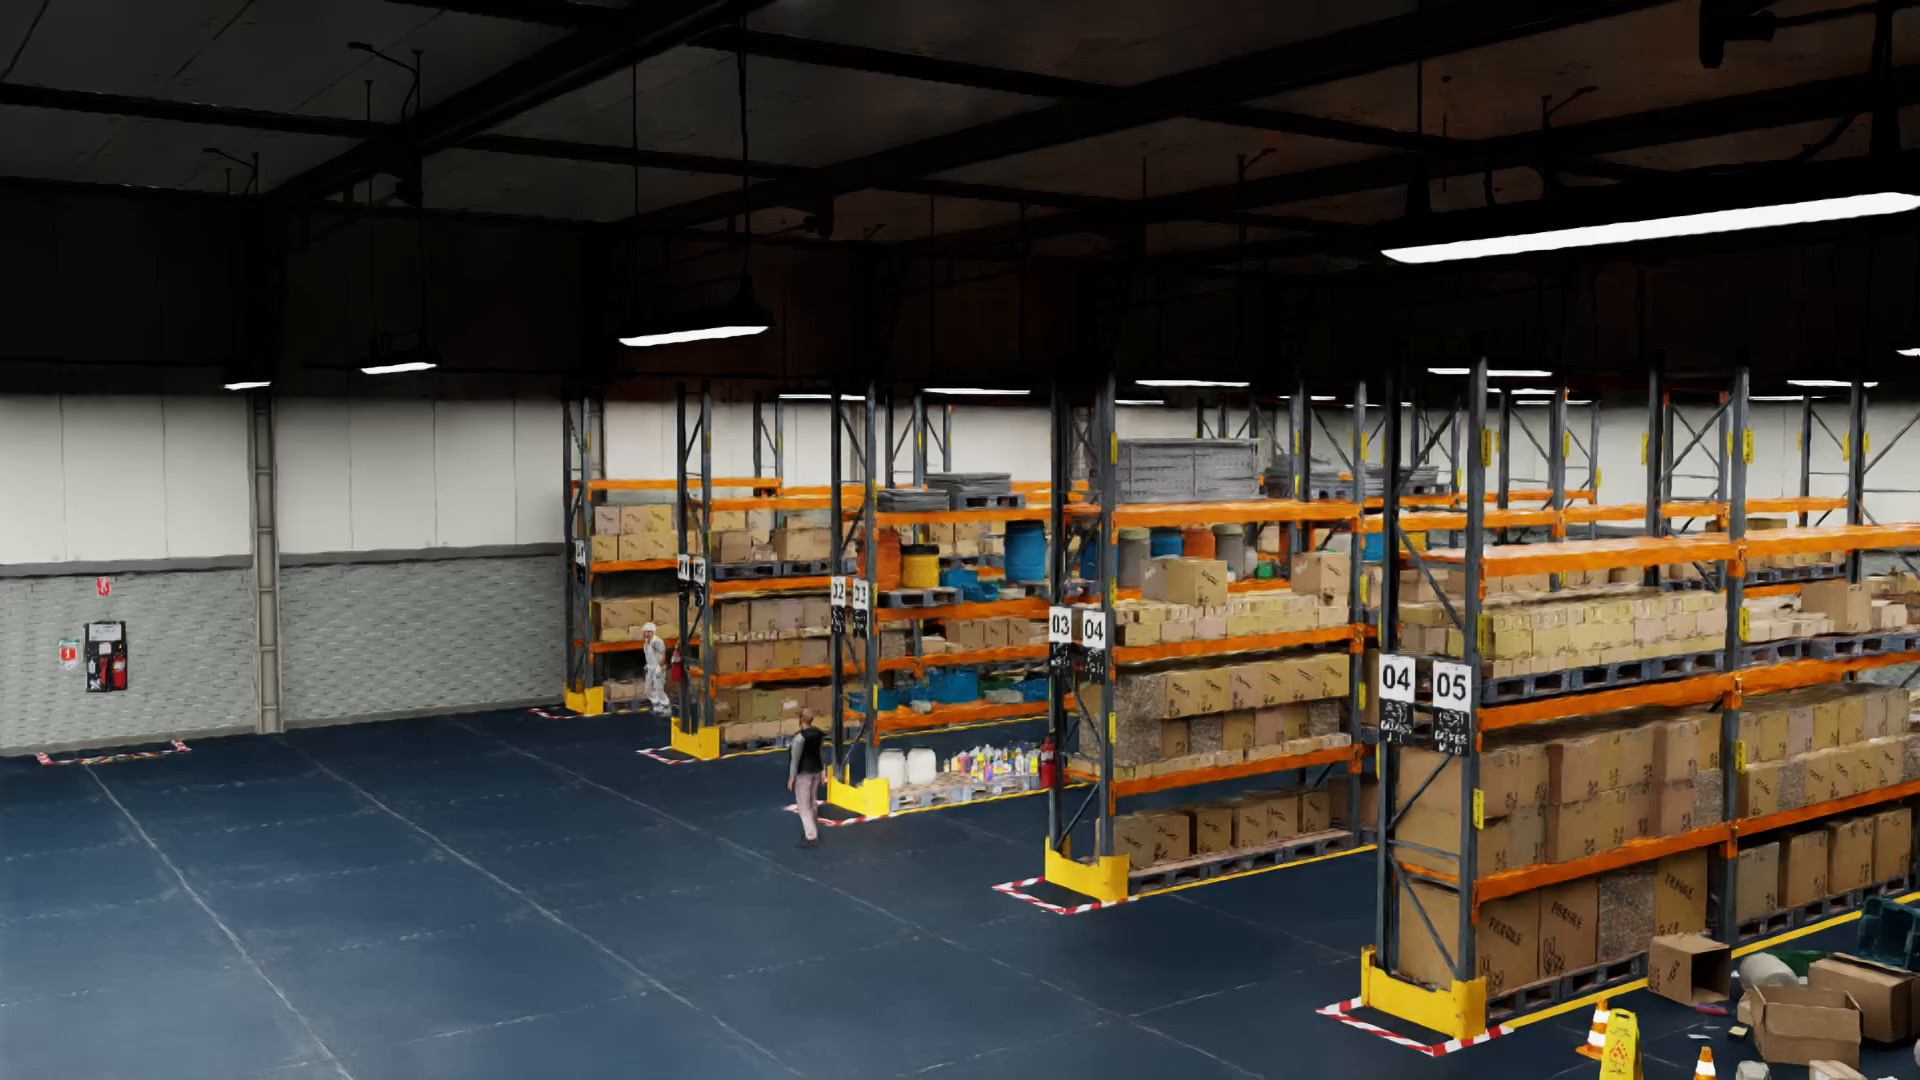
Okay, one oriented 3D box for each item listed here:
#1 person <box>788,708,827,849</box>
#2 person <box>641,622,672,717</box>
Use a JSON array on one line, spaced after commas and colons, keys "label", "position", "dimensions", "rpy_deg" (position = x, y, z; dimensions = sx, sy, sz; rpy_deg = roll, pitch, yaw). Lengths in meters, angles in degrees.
[{"label": "person", "position": [-1.924, 2.974, 20.865], "dimensions": [0.475, 1.718, 0.708], "rpy_deg": [2, 4, 28]}, {"label": "person", "position": [-5.561, 2.358, 30.298], "dimensions": [0.547, 1.742, 0.677], "rpy_deg": [-3, 5, -37]}]
